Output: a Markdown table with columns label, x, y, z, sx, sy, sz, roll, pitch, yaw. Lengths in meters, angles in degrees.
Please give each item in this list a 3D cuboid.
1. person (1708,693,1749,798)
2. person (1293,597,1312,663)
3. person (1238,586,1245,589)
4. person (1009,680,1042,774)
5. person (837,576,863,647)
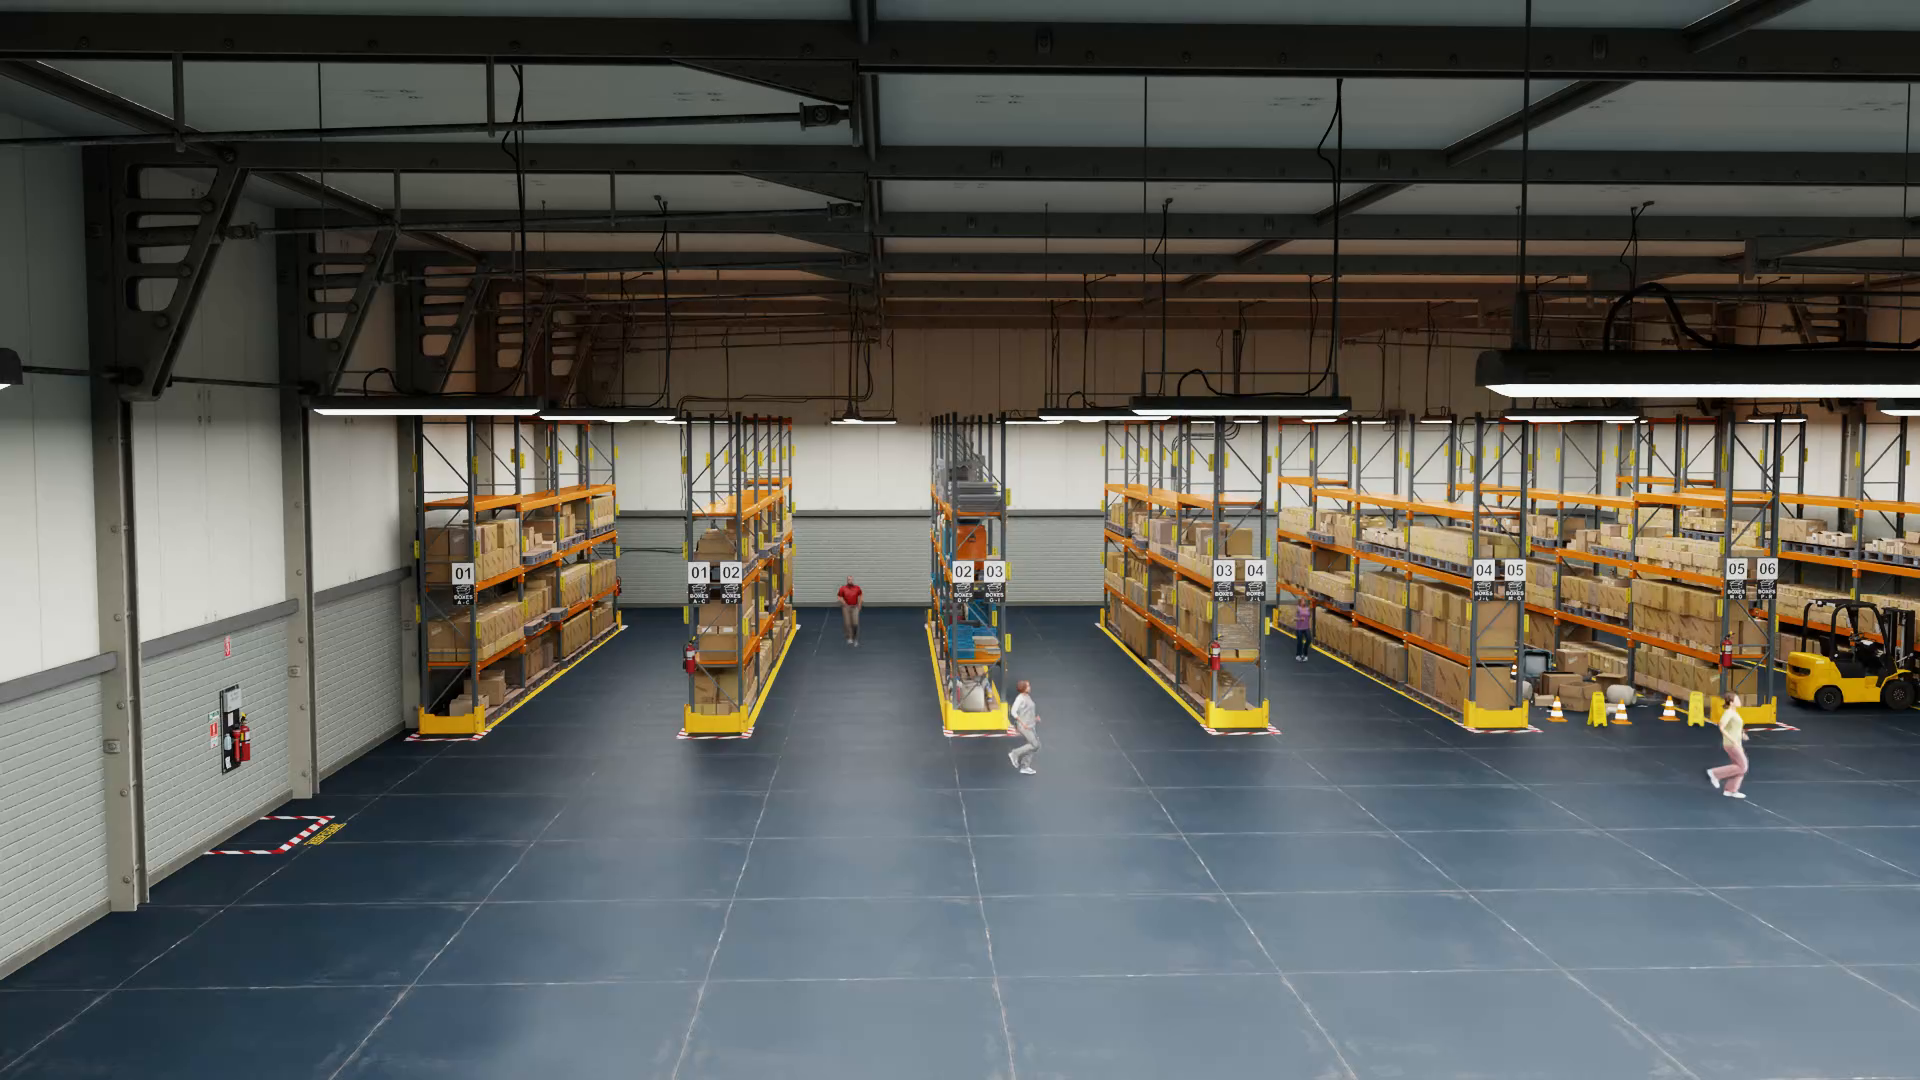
| label | x | y | z | sx | sy | sz | roll | pitch | yaw |
| --- | --- | --- | --- | --- | --- | --- | --- | --- | --- |
| person | 11.900 | 3.166 | 25.724 | 0.562 | 1.626 | 0.586 | 2 | 4 | 30 |
| person | 8.329 | 2.185 | 40.333 | 0.514 | 1.612 | 0.635 | -1 | 4 | -9 |
| person | 7.834 | 1.720 | 47.002 | 0.603 | 1.725 | 0.716 | 1 | 4 | 14 |
| person | 1.083 | 3.084 | 27.405 | 0.512 | 1.552 | 0.507 | 2 | 4 | 22 |
| person | -2.740 | 1.826 | 41.556 | 0.655 | 1.719 | 0.661 | 0 | 4 | -7 |
